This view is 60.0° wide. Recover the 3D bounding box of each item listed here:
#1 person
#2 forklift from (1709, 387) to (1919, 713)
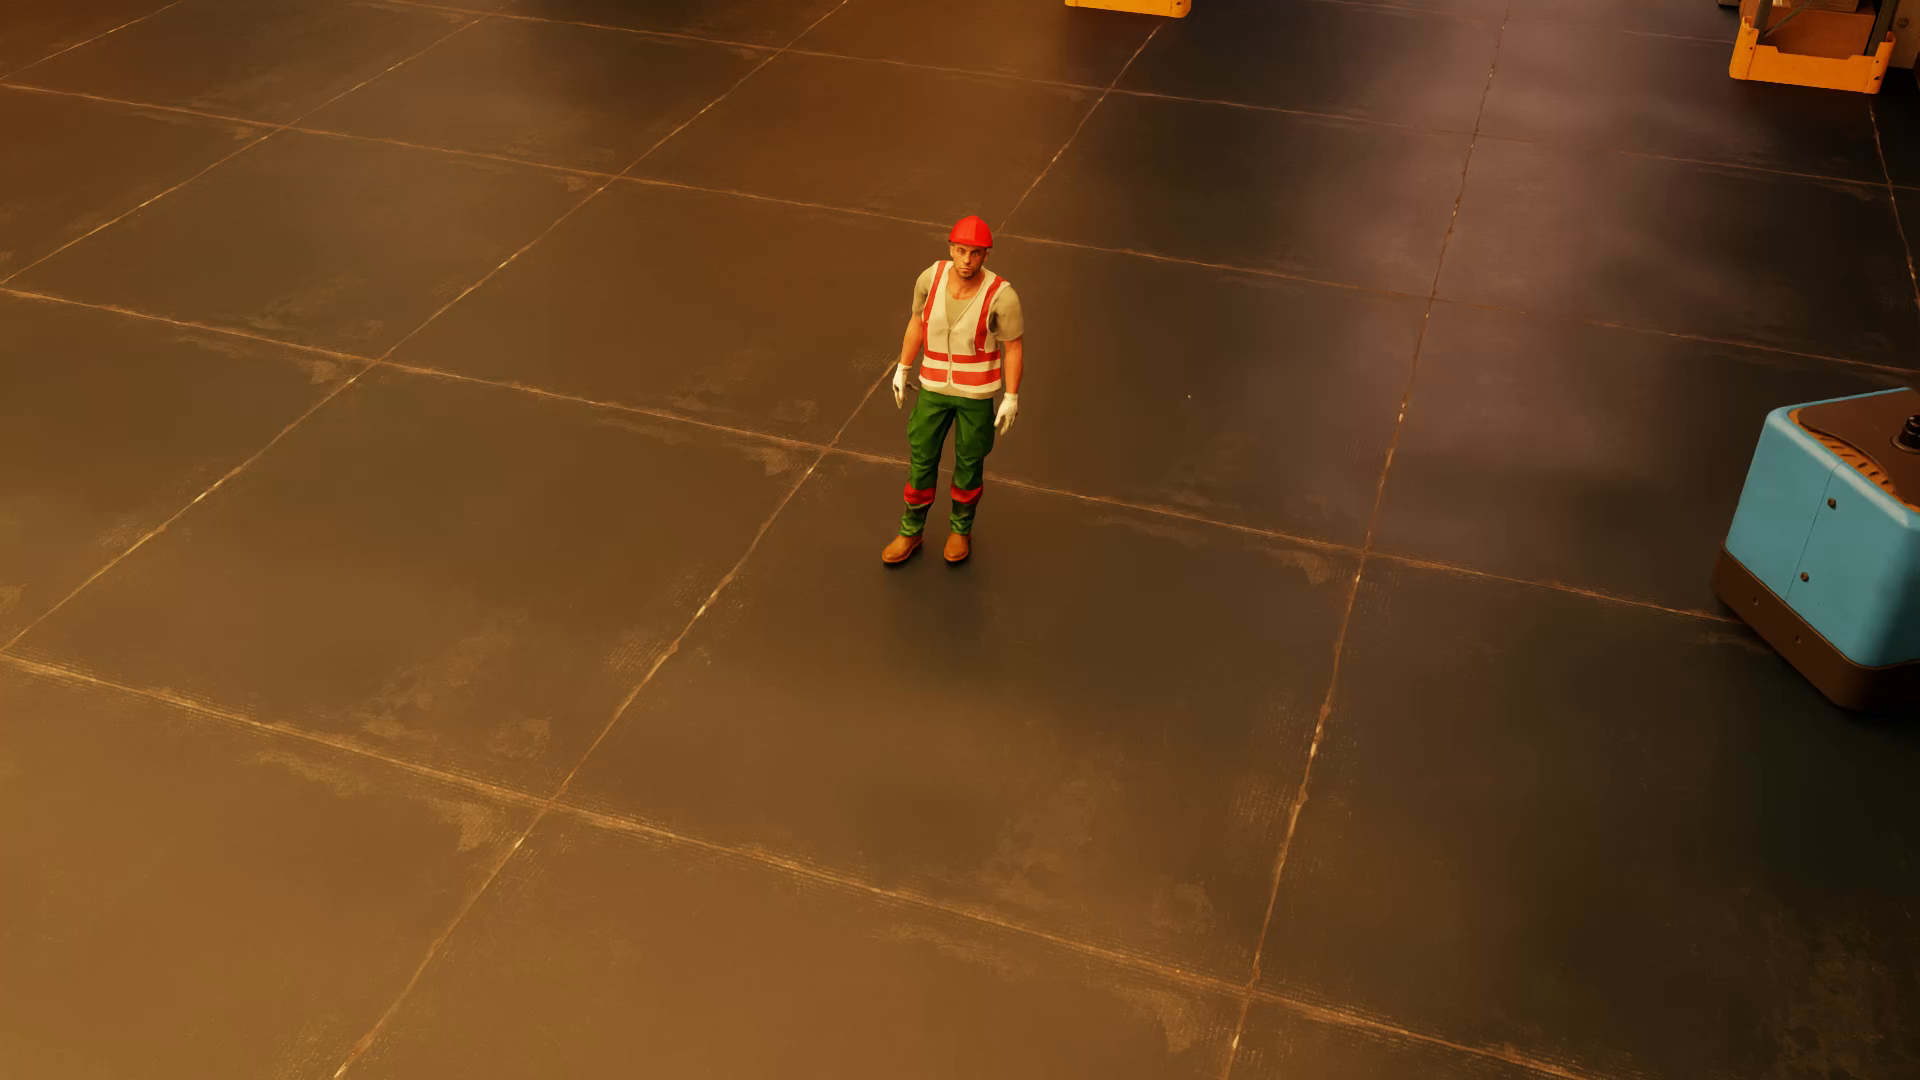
[{"bbox_3d":[-0.039,-0.695,8.065,0.637,1.787,0.564,12,37,16],"label":"person"},{"bbox_3d":[5.269,-0.886,7.360,3.031,2.935,1.130,-9,36,-13],"label":"forklift"}]
